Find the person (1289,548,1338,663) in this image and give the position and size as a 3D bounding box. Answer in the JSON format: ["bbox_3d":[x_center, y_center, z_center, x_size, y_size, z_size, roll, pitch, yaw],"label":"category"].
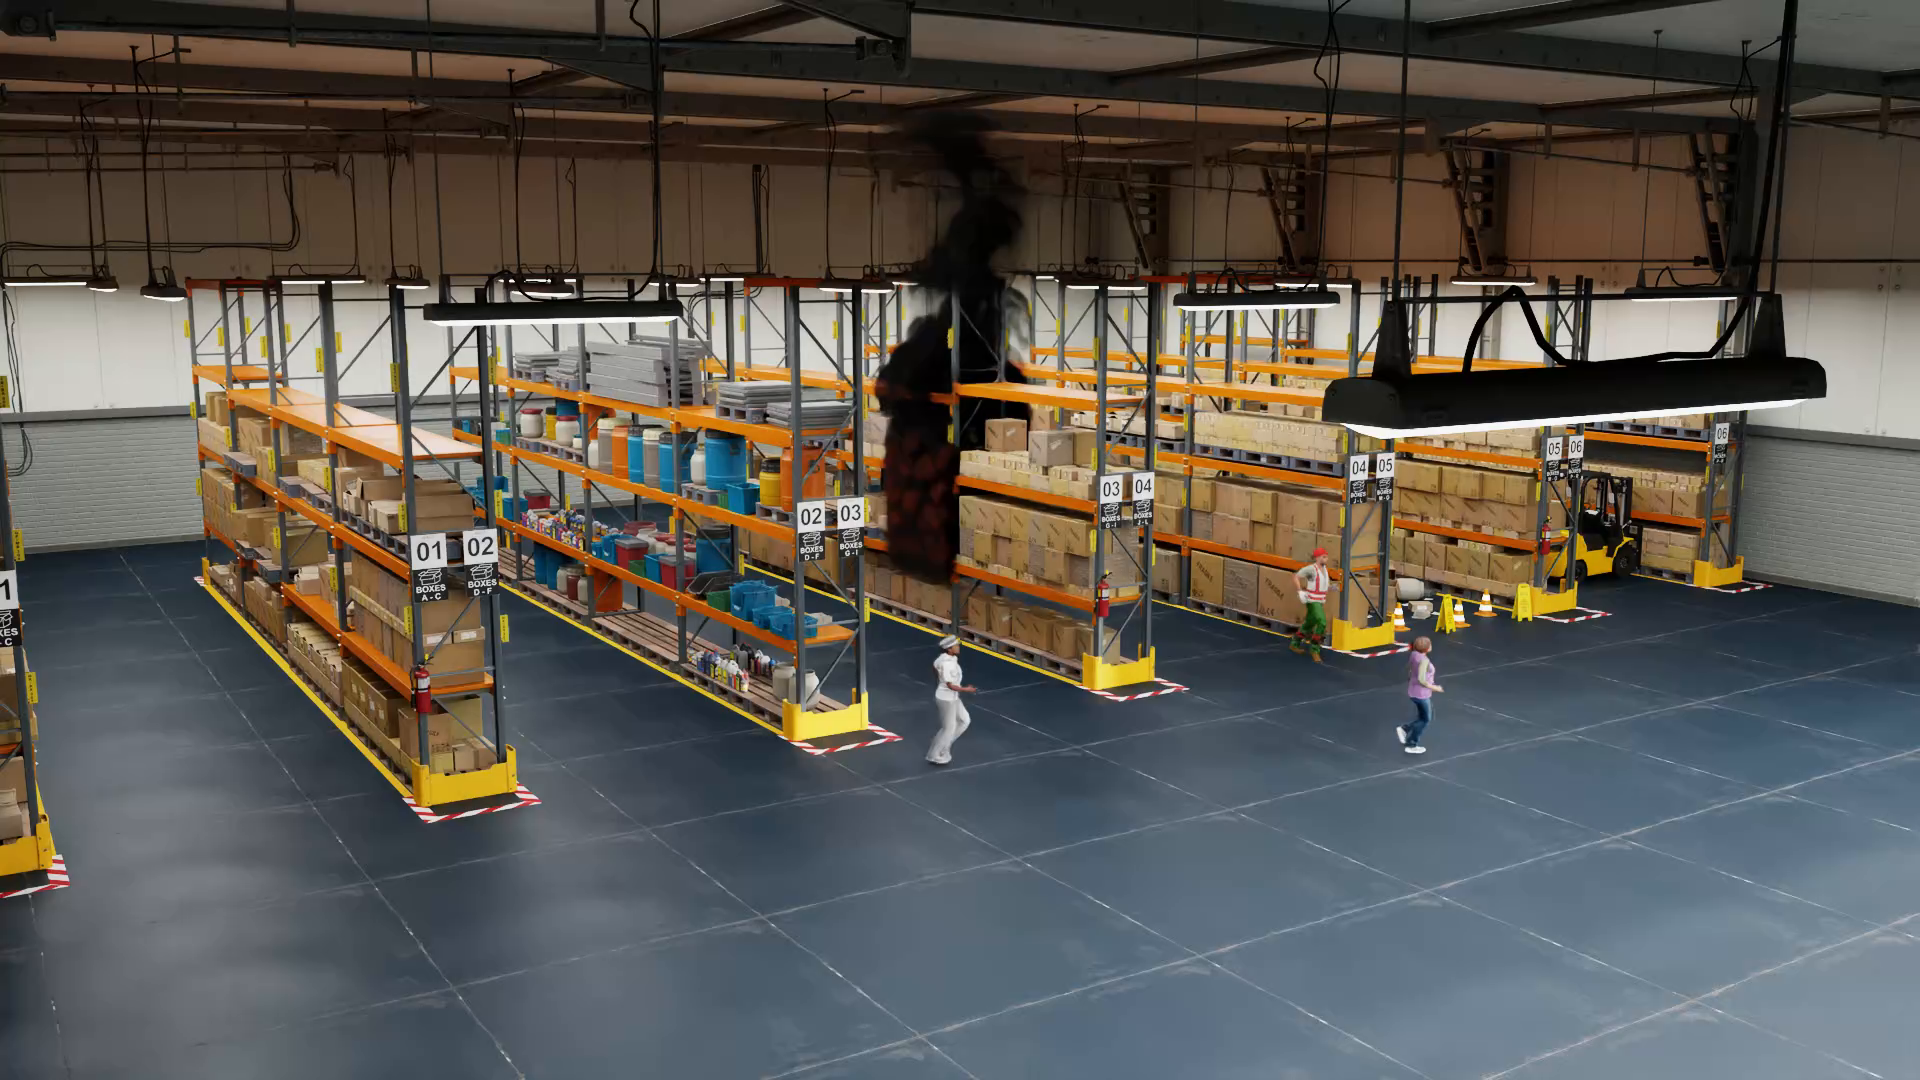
[{"bbox_3d":[5.684,1.020,26.690,0.777,1.820,0.657,8,12,39],"label":"person"}]

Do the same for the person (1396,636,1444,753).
[{"bbox_3d":[5.940,1.997,21.457,0.530,1.554,0.512,0,10,-1],"label":"person"}]

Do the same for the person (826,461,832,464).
[{"bbox_3d":[-3.351,-1.091,39.797,0.819,1.595,0.647,-3,10,-19],"label":"person"}]

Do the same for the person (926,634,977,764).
[{"bbox_3d":[-0.107,2.010,21.046,0.647,1.686,0.596,0,10,1],"label":"person"}]
